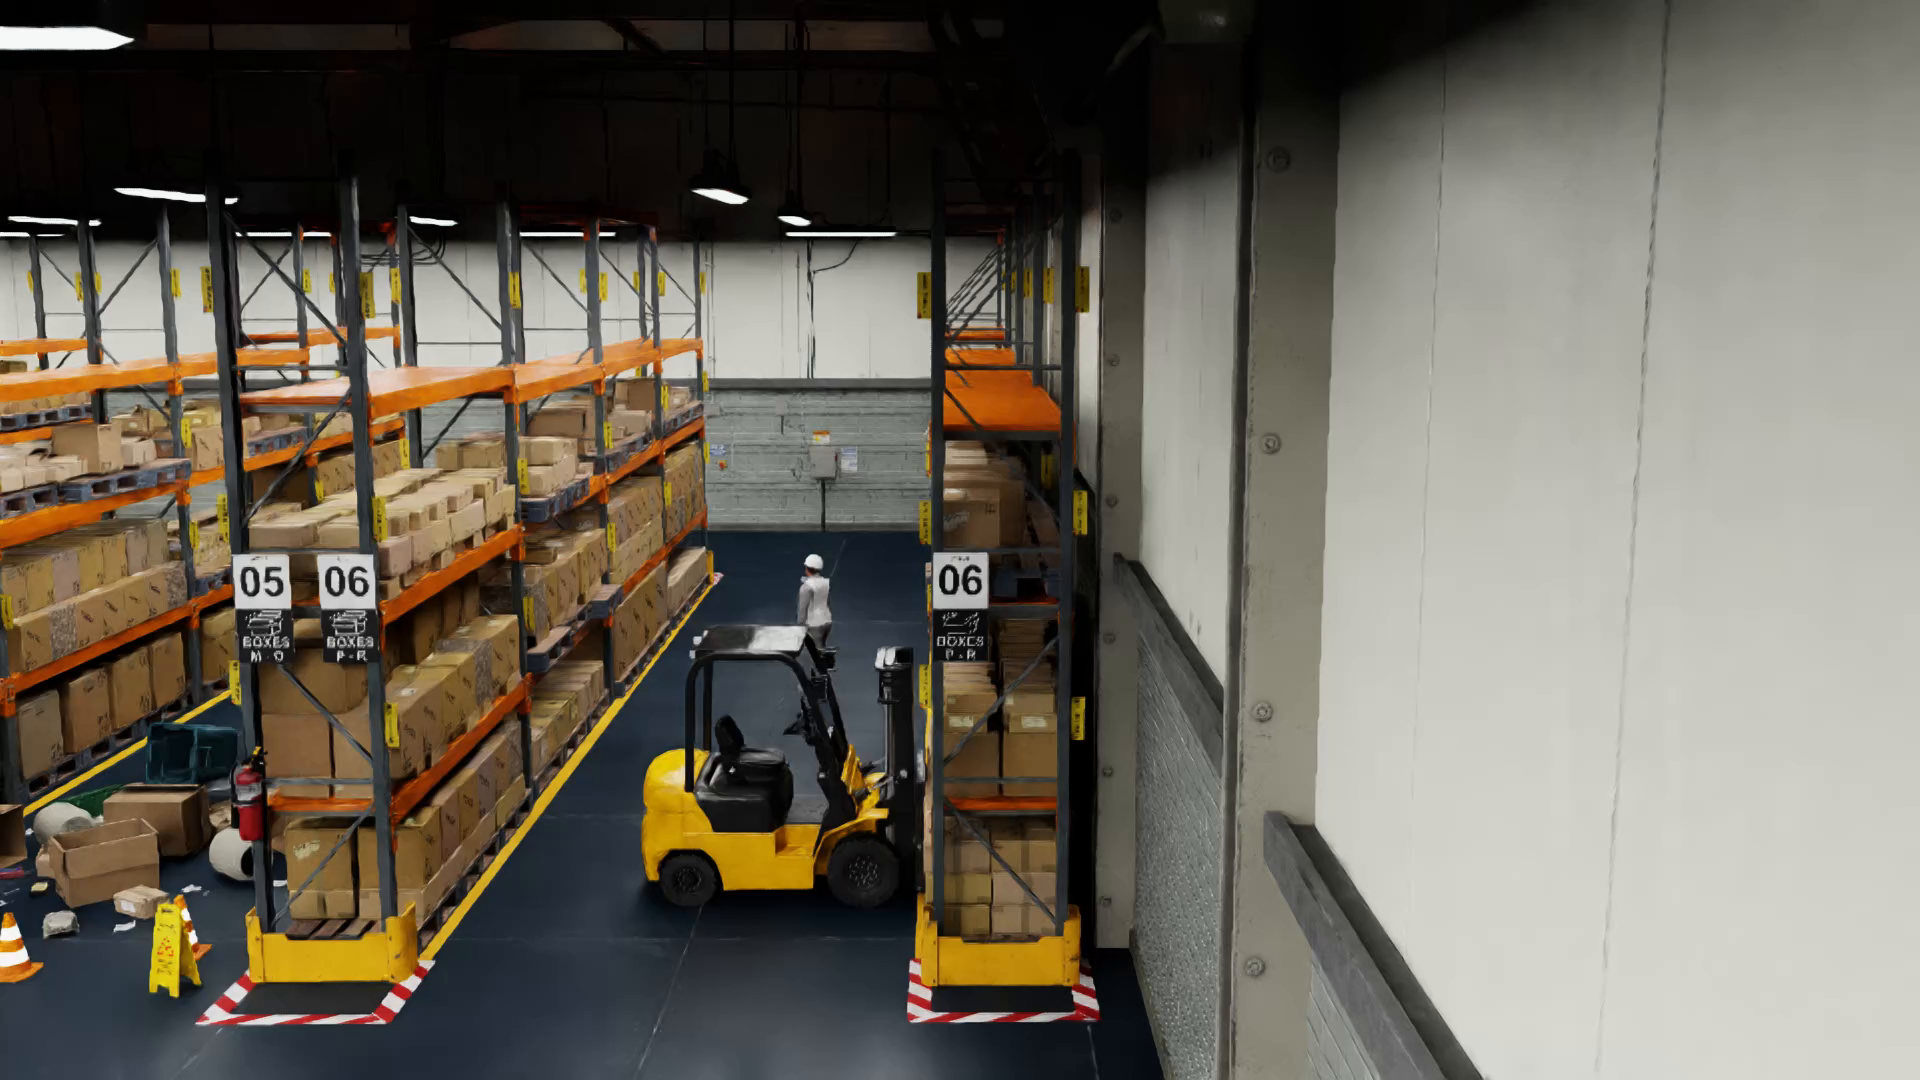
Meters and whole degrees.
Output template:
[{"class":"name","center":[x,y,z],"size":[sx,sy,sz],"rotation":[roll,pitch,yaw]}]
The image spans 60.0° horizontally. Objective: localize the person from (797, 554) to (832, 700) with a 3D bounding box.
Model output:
[{"class":"person","center":[-1.805,1.038,20.350],"size":[0.581,1.768,0.641],"rotation":[4,10,25]}]
